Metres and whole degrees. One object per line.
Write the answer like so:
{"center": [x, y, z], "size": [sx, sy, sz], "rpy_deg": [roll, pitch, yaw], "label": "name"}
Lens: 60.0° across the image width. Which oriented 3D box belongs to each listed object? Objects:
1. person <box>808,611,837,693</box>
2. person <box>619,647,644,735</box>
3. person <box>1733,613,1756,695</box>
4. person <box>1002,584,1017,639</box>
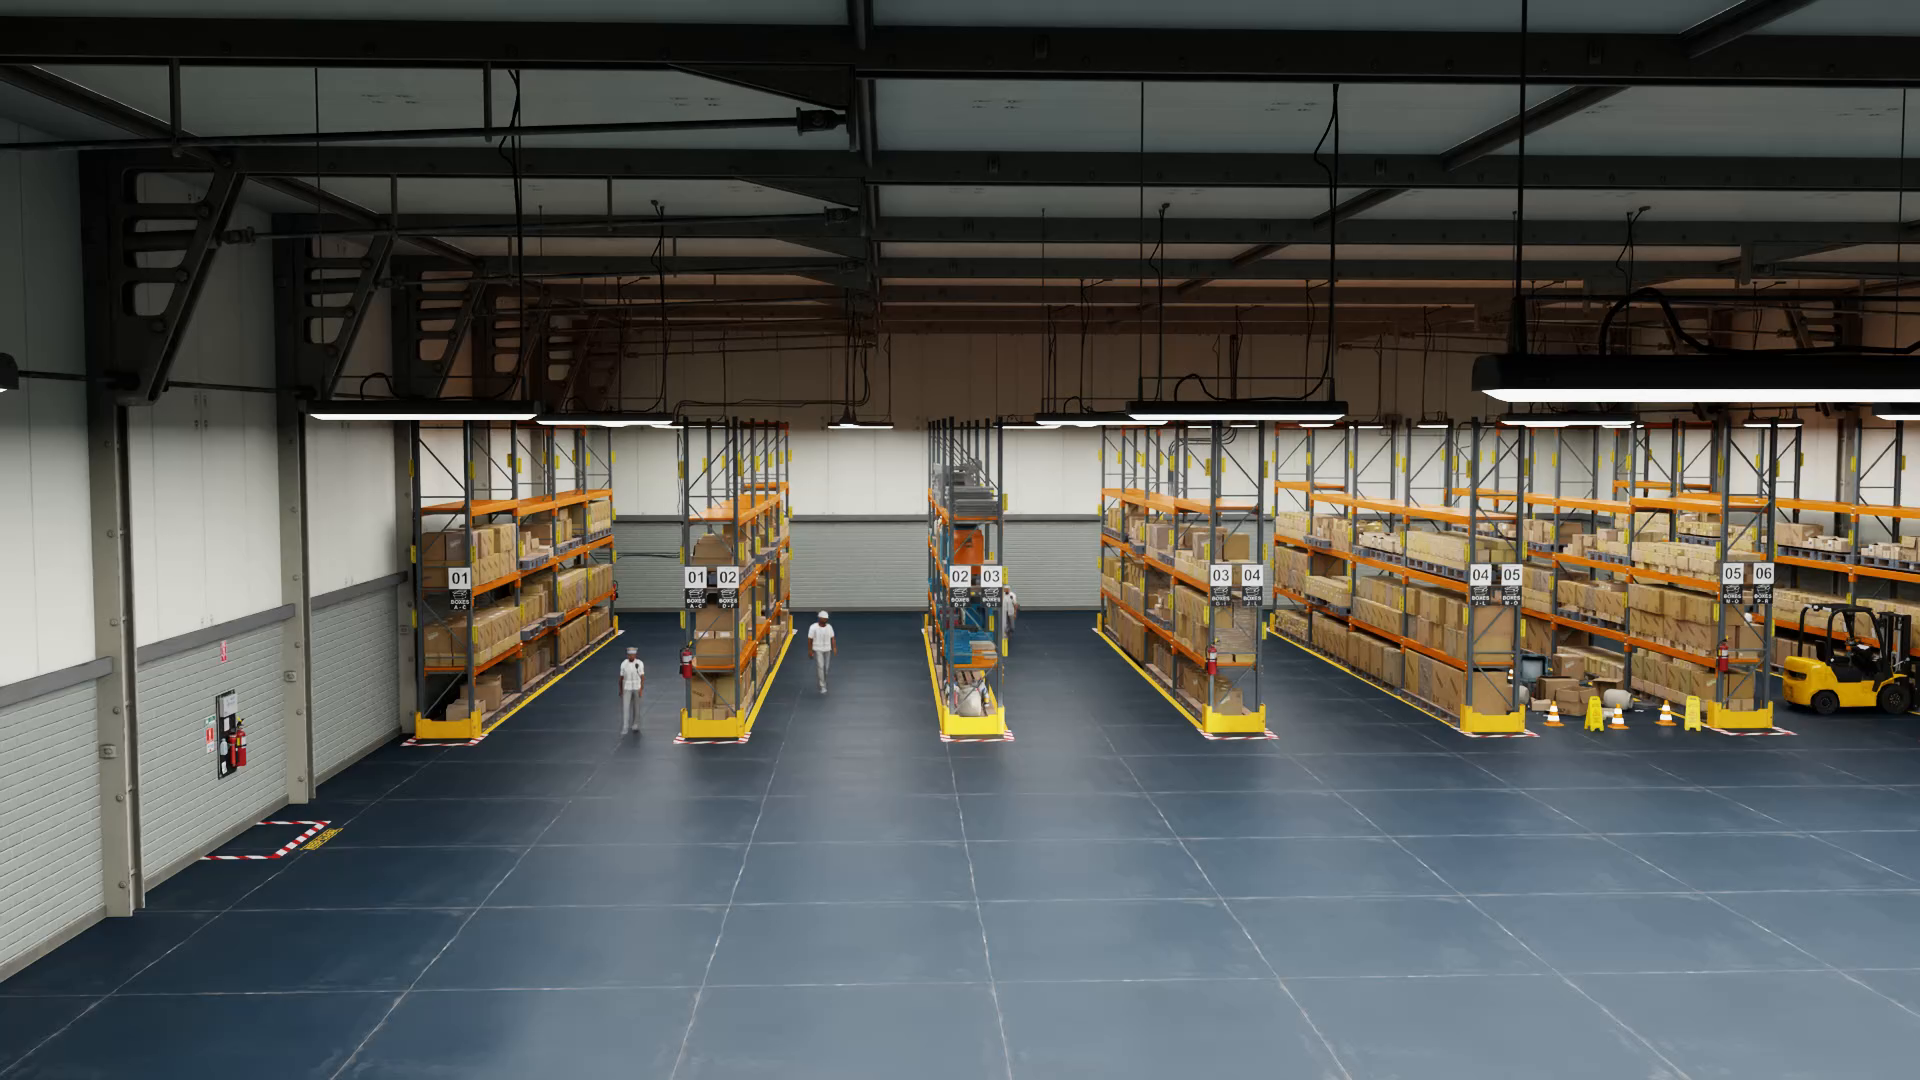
{"center": [-2.985, 2.469, 36.690], "size": [0.597, 1.768, 0.790], "rpy_deg": [-2, 4, -30], "label": "person"}
{"center": [-6.219, 2.835, 31.446], "size": [0.502, 1.624, 0.945], "rpy_deg": [-1, 4, -16], "label": "person"}
{"center": [17.142, 2.504, 36.199], "size": [0.517, 1.821, 0.613], "rpy_deg": [-1, 4, -8], "label": "person"}
{"center": [1.280, 1.928, 44.328], "size": [0.494, 1.538, 0.861], "rpy_deg": [0, 4, -5], "label": "person"}
